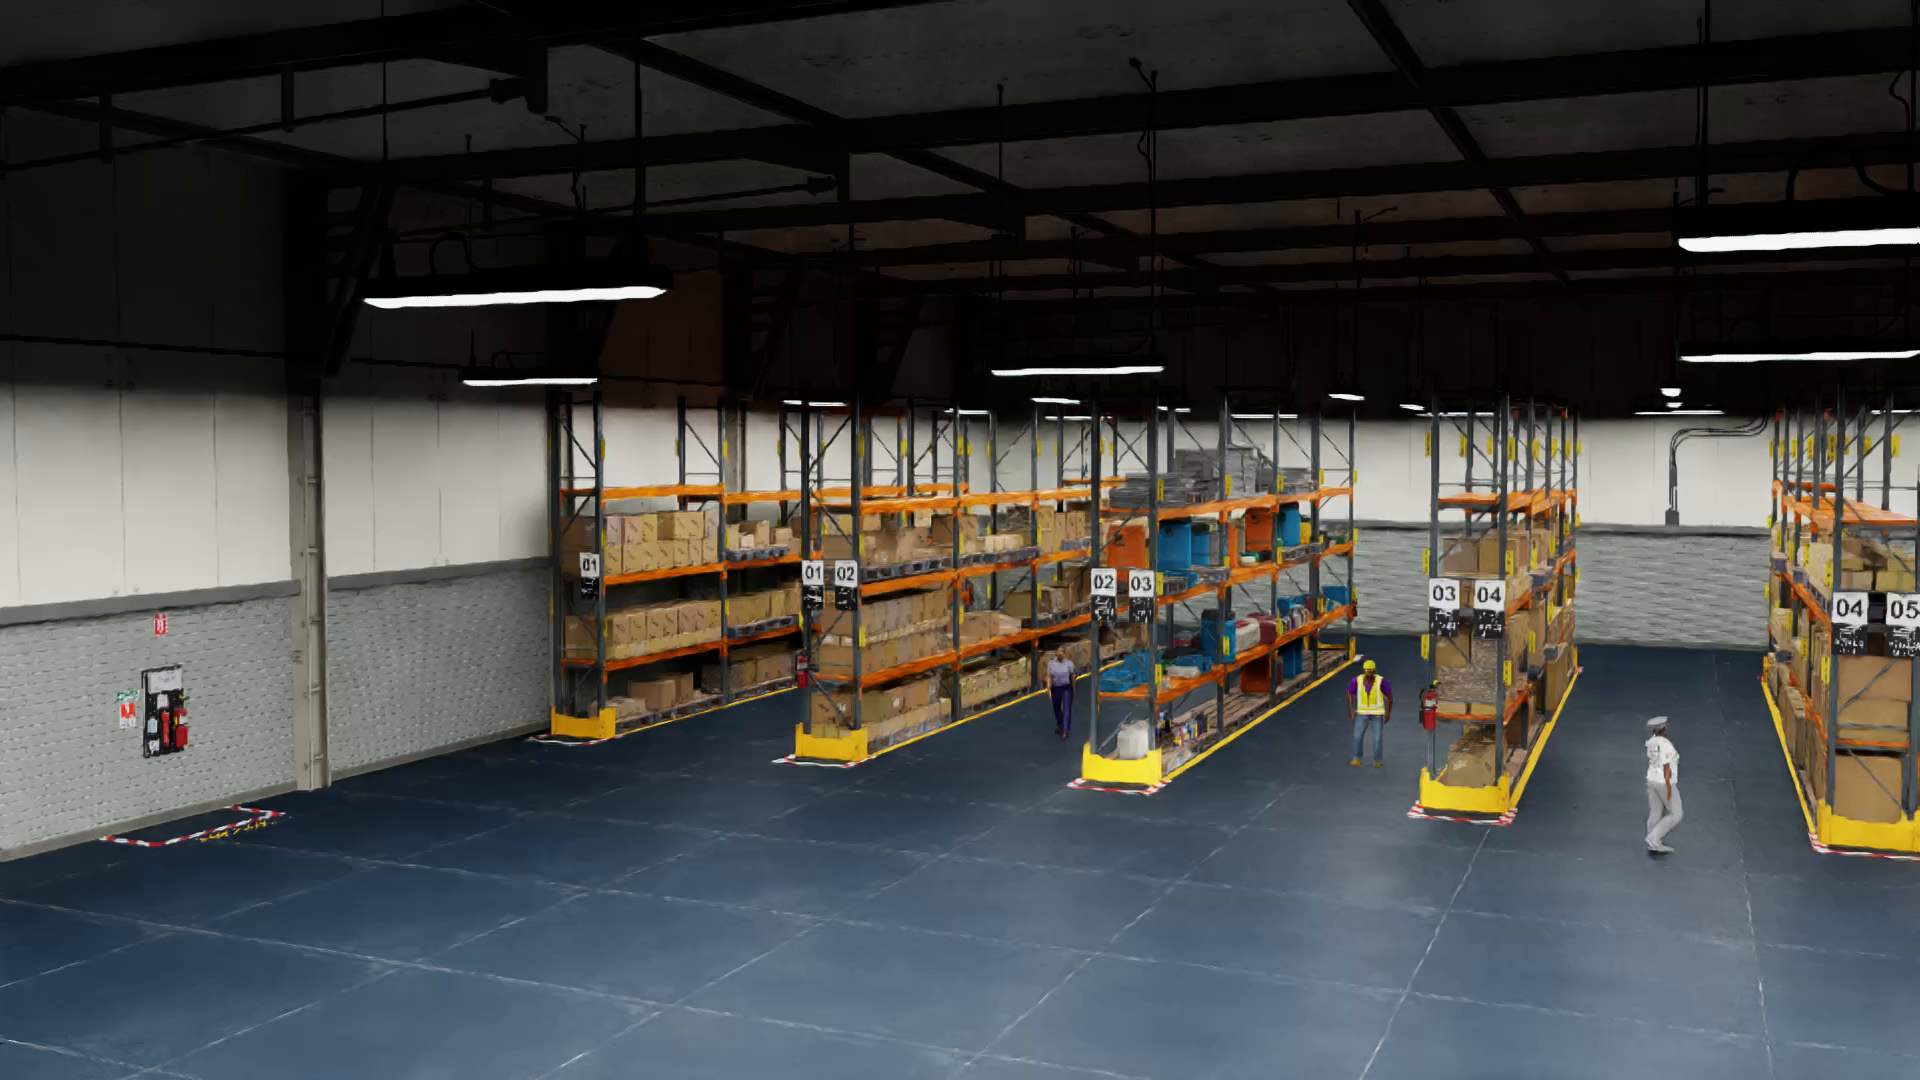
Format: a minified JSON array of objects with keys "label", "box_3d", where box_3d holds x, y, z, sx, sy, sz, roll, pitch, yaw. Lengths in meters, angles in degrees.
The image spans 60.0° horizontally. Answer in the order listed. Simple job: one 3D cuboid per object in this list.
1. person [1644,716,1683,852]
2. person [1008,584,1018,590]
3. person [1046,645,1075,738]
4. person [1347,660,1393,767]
[{"label":"person","box_3d":[8.647,3.029,20.551,0.417,1.674,0.502,0,3,-7]},{"label":"person","box_3d":[1.323,1.876,41.751,0.483,1.576,1.086,1,3,25]},{"label":"person","box_3d":[1.740,2.604,28.858,0.478,1.580,0.999,1,3,16]},{"label":"person","box_3d":[6.404,2.715,26.031,0.719,1.714,0.578,1,3,21]}]
